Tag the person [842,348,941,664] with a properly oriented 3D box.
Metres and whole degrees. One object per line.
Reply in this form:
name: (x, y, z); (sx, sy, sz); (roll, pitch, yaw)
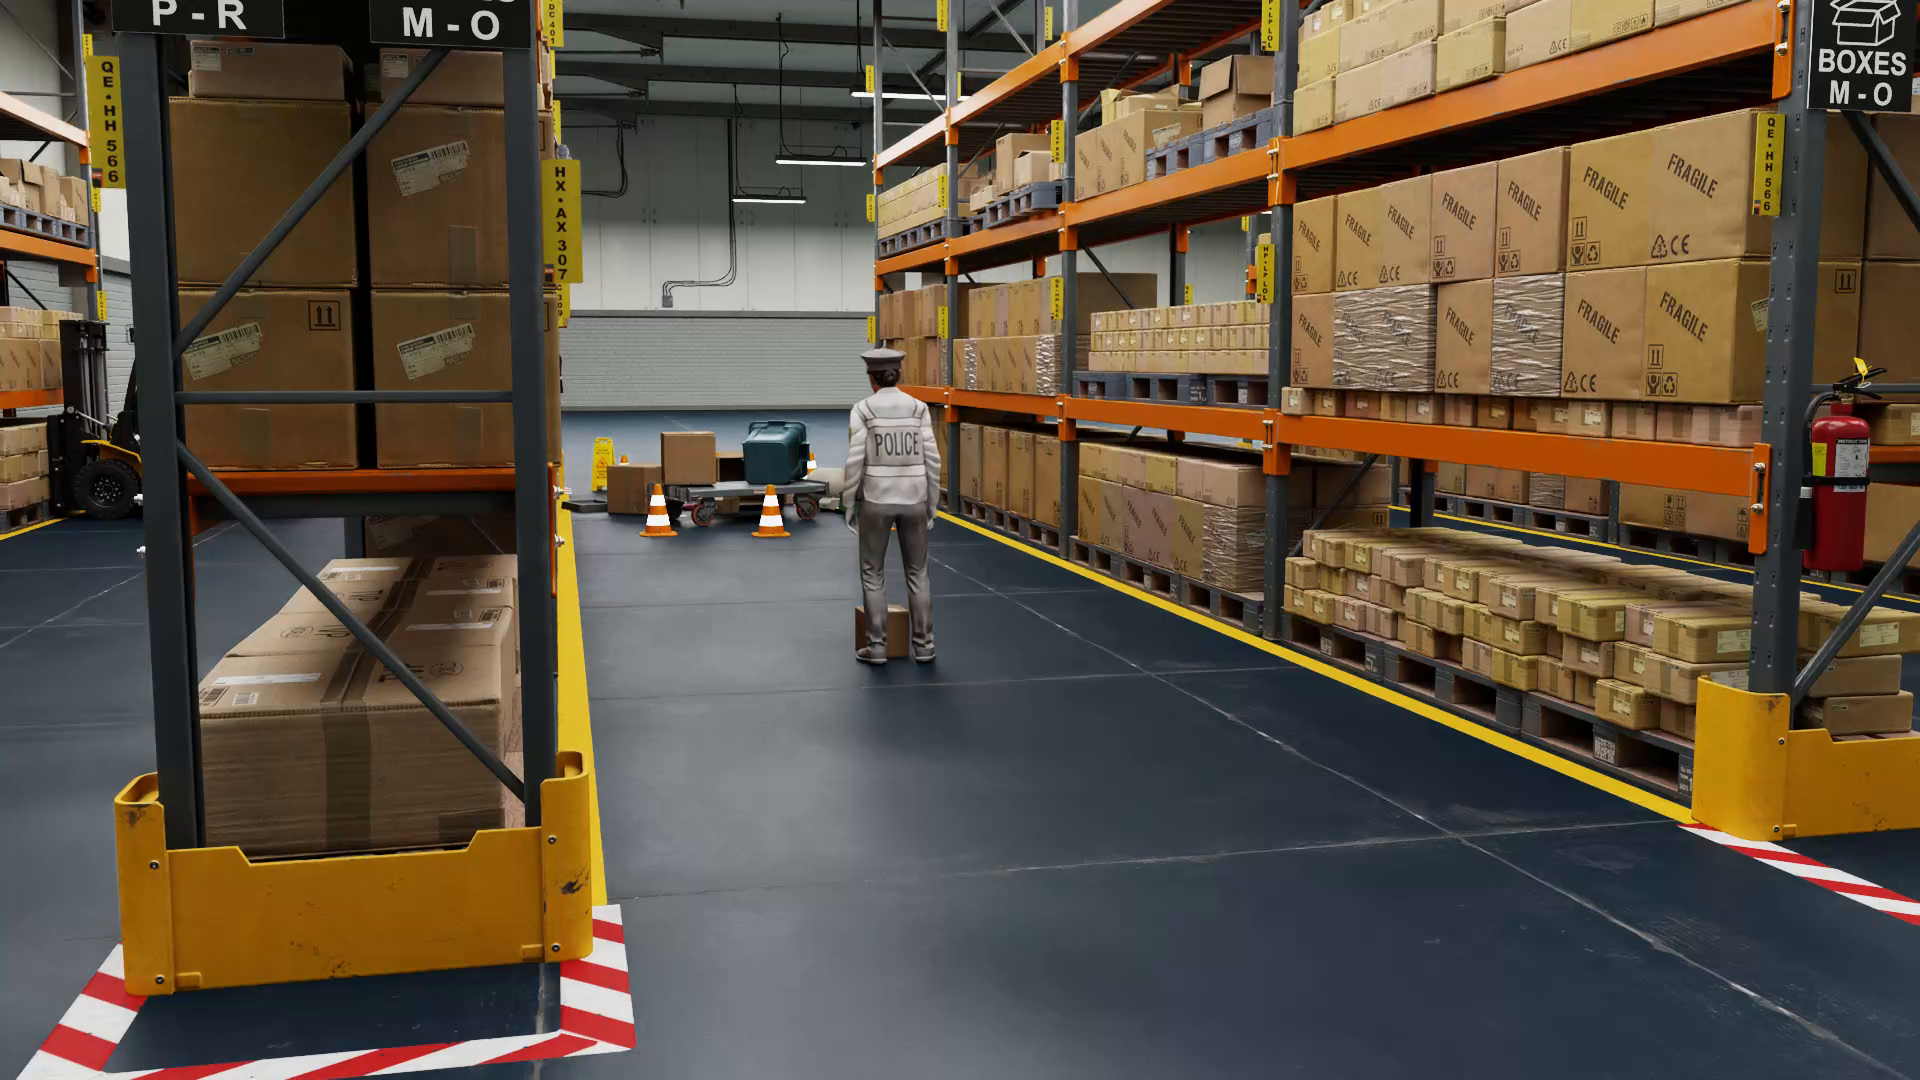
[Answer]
person: (-0.363, -0.175, 8.785); (0.533, 1.660, 0.374); (-2, 7, -17)
